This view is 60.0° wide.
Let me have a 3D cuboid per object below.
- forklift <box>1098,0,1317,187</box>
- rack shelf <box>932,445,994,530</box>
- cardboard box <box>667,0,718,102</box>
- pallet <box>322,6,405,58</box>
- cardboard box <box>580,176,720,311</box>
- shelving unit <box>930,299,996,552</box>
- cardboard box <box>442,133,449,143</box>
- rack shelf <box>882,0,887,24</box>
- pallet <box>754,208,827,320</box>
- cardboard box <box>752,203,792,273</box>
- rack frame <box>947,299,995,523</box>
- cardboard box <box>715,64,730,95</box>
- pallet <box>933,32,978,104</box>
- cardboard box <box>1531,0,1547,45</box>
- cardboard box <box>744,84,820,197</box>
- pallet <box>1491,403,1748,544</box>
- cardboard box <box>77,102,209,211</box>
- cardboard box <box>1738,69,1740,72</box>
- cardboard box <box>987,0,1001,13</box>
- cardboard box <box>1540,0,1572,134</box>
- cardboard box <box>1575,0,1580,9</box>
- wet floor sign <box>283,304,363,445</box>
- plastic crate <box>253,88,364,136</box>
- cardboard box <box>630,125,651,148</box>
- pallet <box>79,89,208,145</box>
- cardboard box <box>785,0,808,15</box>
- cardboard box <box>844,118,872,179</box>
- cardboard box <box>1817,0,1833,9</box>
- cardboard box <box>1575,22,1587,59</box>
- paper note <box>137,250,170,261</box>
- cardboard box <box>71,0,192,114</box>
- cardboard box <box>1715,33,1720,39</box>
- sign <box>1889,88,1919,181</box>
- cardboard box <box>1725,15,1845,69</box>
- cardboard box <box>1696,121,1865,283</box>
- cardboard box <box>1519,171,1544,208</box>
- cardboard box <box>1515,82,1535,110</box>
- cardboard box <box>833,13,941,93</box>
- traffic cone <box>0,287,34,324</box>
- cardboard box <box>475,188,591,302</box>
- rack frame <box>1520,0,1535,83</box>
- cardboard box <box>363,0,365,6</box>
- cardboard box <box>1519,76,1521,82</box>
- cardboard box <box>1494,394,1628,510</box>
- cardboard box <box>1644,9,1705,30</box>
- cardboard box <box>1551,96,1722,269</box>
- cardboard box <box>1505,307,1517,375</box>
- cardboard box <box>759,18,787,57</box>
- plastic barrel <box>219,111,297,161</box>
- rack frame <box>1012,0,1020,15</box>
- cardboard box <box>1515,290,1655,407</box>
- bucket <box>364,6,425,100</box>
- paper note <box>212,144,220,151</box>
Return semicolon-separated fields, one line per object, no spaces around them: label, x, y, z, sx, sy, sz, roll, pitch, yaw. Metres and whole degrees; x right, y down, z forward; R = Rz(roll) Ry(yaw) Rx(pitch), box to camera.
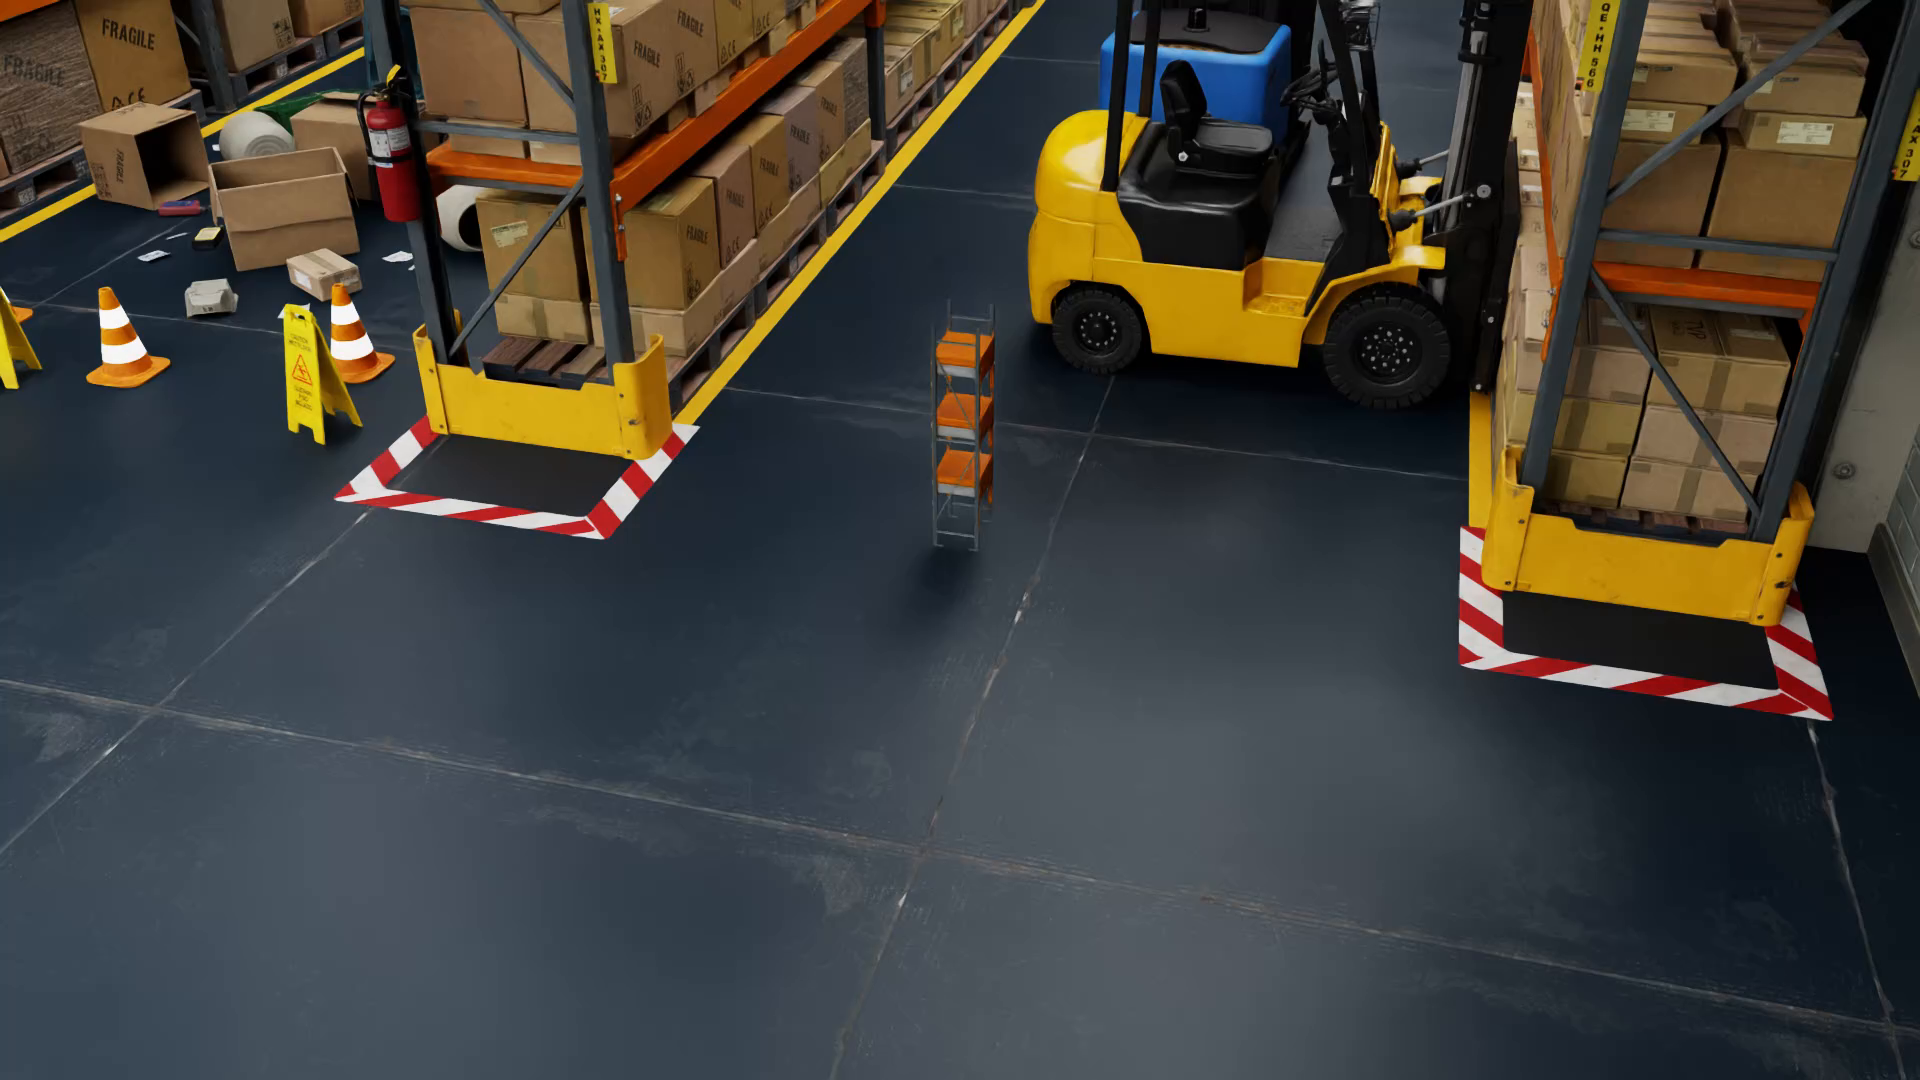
forklift;1.802;-3.954;10.738;1.130;2.935;3.031;11;34;16
rack shelf;0.014;-0.227;7.167;0.215;0.259;0.240;8;33;12
cardboard box;-1.491;-2.409;7.873;0.500;0.500;0.500;9;34;14
pallet;-5.376;-4.330;13.865;1.003;0.211;1.213;8;33;12
cardboard box;-1.530;-1.491;8.272;0.500;0.500;0.500;7;33;11
shelving unit;0.014;-0.471;7.012;0.215;1.050;0.252;8;33;12
cardboard box;-3.276;-2.555;11.022;0.258;0.266;0.396;-14;35;-21
rack shelf;-0.485;-4.574;12.320;1.077;0.370;4.000;8;33;12
pallet;-1.437;-1.675;9.687;1.003;0.211;1.213;8;33;12
cardboard box;-1.273;-1.711;9.316;0.500;0.250;0.500;10;34;16
rack frame;0.045;-0.534;7.112;0.200;1.050;0.008;8;33;12
cardboard box;-1.383;-2.330;8.353;0.380;0.149;0.250;9;34;14
pallet;-0.489;-3.702;12.877;1.003;0.211;1.213;8;33;12
cardboard box;3.444;-3.013;9.101;0.500;0.500;0.500;7;33;11
cardboard box;-1.139;-2.300;9.545;0.500;0.500;0.500;10;34;15
pallet;2.948;-0.316;7.550;1.003;0.211;1.213;8;33;12
cardboard box;-5.208;-2.462;10.655;0.500;0.500;0.500;14;35;21
cardboard box;3.203;-1.814;6.610;0.380;0.149;0.250;7;33;12
cardboard box;-0.131;-4.692;13.893;0.950;0.372;0.625;6;33;9
cardboard box;3.052;-2.220;7.853;0.500;0.500;0.500;8;33;13
cardboard box;2.908;-2.422;7.289;0.380;0.149;0.250;9;33;13
wet floor sign;-3.091;-0.818;7.935;0.267;0.644;0.232;20;38;29
plastic crate;-4.583;-3.030;11.788;0.662;0.188;0.450;-28;32;-37
cardboard box;-1.671;-1.939;7.739;0.380;0.149;0.250;9;33;13
pallet;-6.075;-2.901;11.616;1.003;0.211;1.213;8;33;12
cardboard box;-1.116;-3.205;9.125;0.500;0.500;0.500;9;34;14
cardboard box;-0.883;-2.513;10.579;0.500;0.250;0.500;10;34;15
cardboard box;3.520;-2.336;7.154;0.380;0.149;0.250;7;33;11
cardboard box;2.868;-2.159;7.153;0.380;0.149;0.250;7;33;11
paper note;-4.792;-1.693;9.886;0.144;0.017;0.142;20;38;29
cardboard box;-6.034;-3.425;11.431;0.875;0.875;0.875;9;33;13
cardboard box;3.542;-2.339;7.436;0.380;0.149;0.250;8;33;12
sign;3.329;-1.410;5.792;0.100;0.325;0.005;8;33;12
cardboard box;3.238;-1.947;6.542;0.380;0.149;0.250;9;33;13
cardboard box;3.188;-1.352;6.487;0.500;0.500;0.500;9;34;14
cardboard box;2.988;-1.601;8.213;0.500;0.250;0.500;7;33;11
cardboard box;3.383;-2.396;9.463;0.500;0.250;0.500;8;33;12
cardboard box;-0.683;-3.554;12.103;0.950;0.372;0.625;10;34;15
traffic cone;-5.313;-1.397;9.017;0.336;0.463;0.334;8;33;12
cardboard box;-2.057;-1.549;8.363;0.500;0.500;0.500;8;33;13
rack frame;3.809;-3.166;9.434;1.000;3.000;0.127;8;33;12
cardboard box;-5.252;-5.007;14.036;1.050;0.750;0.750;9;33;13
cardboard box;4.135;-3.015;11.019;0.875;0.625;0.625;8;33;12
cardboard box;2.608;-0.394;7.245;0.500;0.250;0.500;8;33;13
cardboard box;2.754;-2.018;6.653;0.380;0.149;0.250;9;33;13
cardboard box;2.665;-1.424;6.600;0.500;0.500;0.500;7;33;11
cardboard box;2.753;-0.872;7.531;0.500;0.250;0.500;8;33;12
cardboard box;-1.158;-2.731;8.984;0.380;0.149;0.250;8;33;13
plastic barrel;-4.611;-2.577;10.908;0.421;0.421;0.512;-21;38;-29
rack frame;0.022;-5.916;13.759;1.000;3.000;0.127;8;33;12
cardboard box;2.609;-0.810;6.968;0.500;0.250;0.500;9;34;14
bucket;-3.611;-3.337;11.337;0.726;0.611;0.620;20;28;29
paper note;-5.101;-2.736;11.525;0.147;0.020;0.142;-14;35;-21
